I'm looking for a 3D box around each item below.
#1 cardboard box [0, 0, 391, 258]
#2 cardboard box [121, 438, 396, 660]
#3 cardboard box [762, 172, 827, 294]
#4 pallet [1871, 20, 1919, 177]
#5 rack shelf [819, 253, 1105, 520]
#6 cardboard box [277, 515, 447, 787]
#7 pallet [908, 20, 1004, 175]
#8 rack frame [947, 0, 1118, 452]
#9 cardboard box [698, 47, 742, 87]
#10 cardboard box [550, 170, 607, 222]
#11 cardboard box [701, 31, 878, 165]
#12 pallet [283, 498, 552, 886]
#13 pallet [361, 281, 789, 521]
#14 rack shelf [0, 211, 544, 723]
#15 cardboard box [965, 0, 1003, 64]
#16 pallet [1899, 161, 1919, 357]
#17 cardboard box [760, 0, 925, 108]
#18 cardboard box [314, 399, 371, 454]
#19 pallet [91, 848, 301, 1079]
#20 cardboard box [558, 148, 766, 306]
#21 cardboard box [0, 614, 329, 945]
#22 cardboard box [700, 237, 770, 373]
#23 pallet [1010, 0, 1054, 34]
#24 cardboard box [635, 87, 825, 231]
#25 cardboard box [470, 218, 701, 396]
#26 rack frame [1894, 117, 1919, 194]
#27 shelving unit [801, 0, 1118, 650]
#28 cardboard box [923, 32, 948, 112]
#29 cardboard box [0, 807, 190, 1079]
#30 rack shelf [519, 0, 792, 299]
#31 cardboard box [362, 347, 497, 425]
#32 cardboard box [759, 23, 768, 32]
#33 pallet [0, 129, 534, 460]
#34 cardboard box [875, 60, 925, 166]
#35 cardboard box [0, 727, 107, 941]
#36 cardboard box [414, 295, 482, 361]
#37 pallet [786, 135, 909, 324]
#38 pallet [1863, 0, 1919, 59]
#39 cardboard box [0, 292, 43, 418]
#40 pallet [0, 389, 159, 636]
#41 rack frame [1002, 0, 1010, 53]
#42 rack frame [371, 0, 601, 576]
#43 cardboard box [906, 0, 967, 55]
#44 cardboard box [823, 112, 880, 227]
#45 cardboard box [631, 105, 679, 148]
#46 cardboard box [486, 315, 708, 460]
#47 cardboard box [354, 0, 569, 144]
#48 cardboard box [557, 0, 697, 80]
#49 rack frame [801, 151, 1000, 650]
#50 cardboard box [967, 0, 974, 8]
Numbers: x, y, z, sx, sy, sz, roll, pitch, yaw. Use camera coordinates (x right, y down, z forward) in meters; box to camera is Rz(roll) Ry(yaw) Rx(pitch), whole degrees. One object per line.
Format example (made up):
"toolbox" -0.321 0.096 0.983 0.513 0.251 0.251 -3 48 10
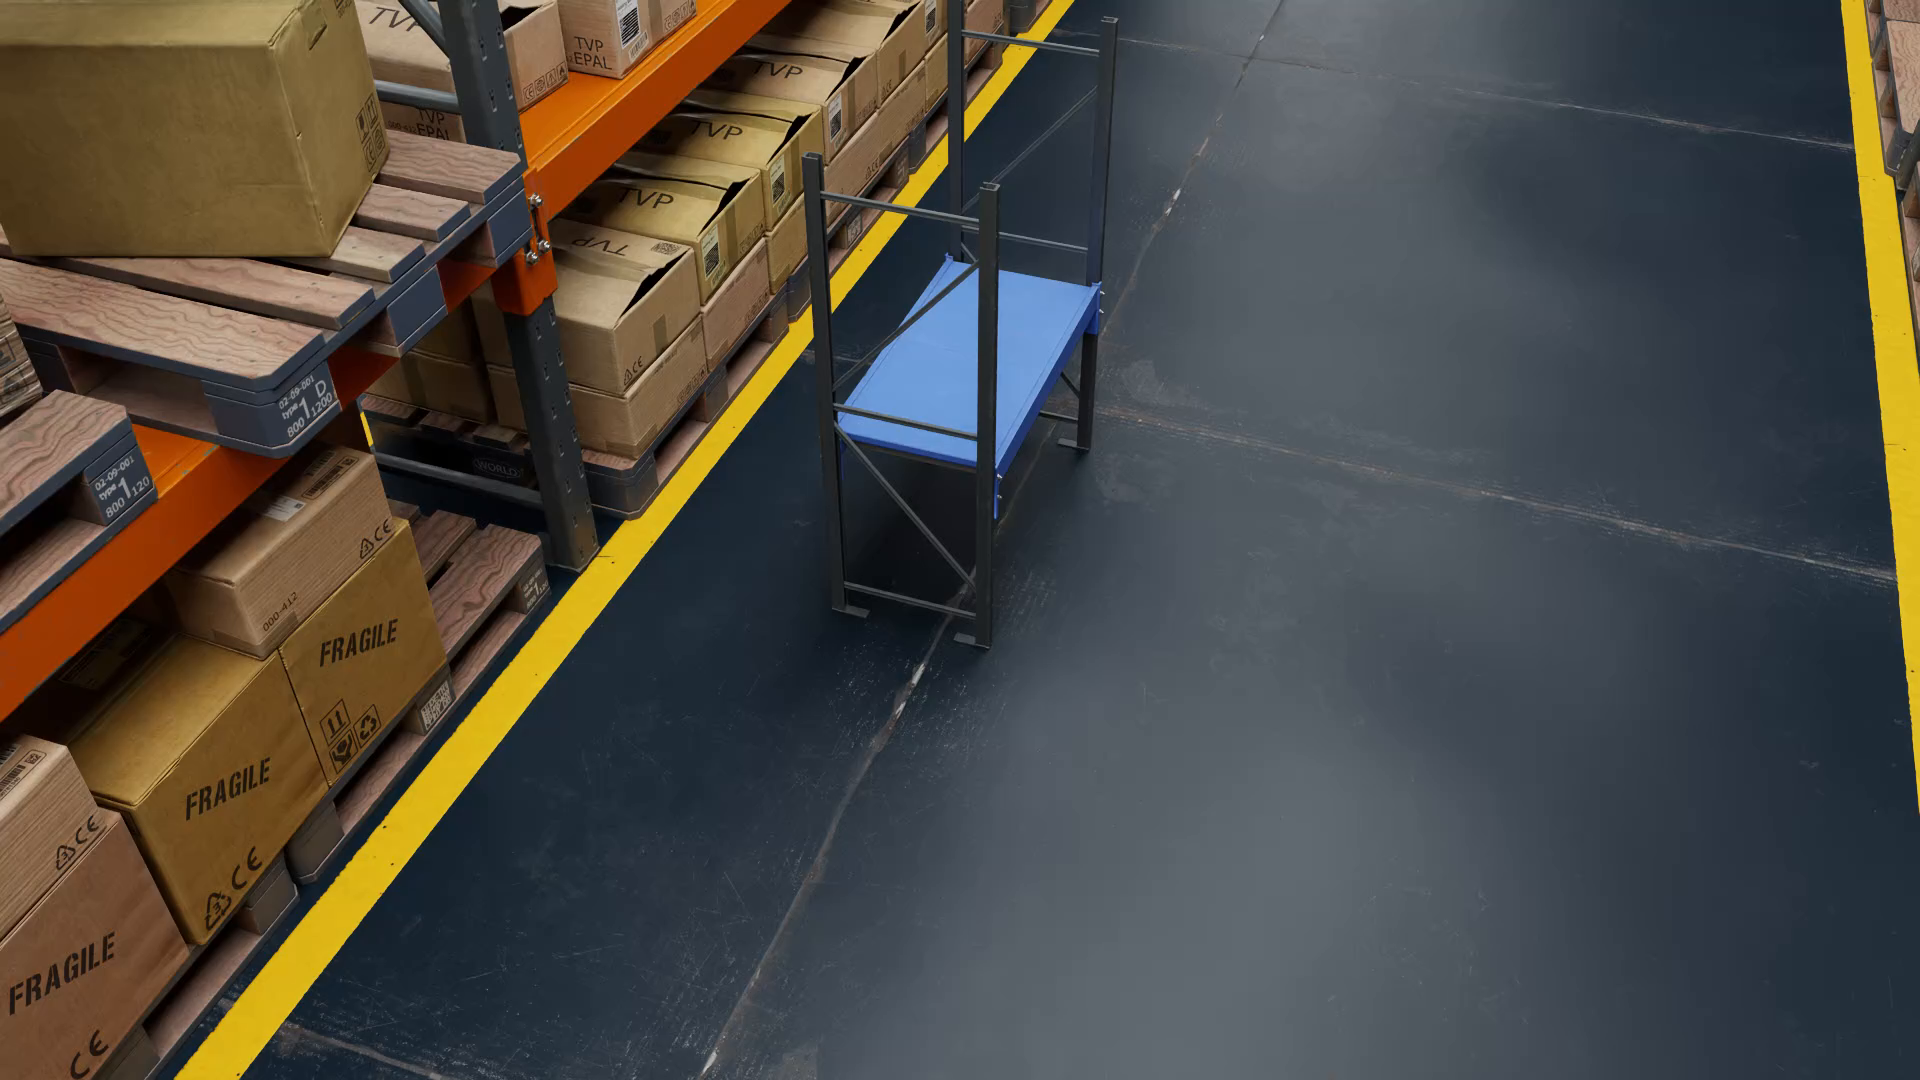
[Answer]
"cardboard box" -1.726 -0.970 3.675 0.700 0.500 0.500 0 40 0
"cardboard box" -1.732 -0.025 3.977 0.500 0.250 0.500 15 43 17
"cardboard box" -0.819 -1.174 6.110 0.500 0.250 0.500 12 42 14
"pallet" 4.604 -1.880 7.291 1.003 0.211 1.213 13 42 15
"rack shelf" 0.029 -0.486 4.941 0.538 0.185 1.000 13 42 15
"cardboard box" -1.716 0.225 4.262 0.500 0.500 0.500 15 43 17
"pallet" -0.464 -2.102 7.551 1.003 0.211 1.213 13 42 15
"rack frame" 0.203 -0.933 5.188 0.500 1.500 0.032 13 42 15
"cardboard box" -1.149 -1.813 6.427 0.500 0.311 0.500 14 43 16
"cardboard box" -1.498 -1.200 5.709 0.500 0.311 0.500 13 42 14
"cardboard box" -0.638 -1.709 6.305 0.500 0.311 0.500 13 42 15
"pallet" -1.908 0.327 4.704 1.003 0.211 1.213 13 42 15
"pallet" -1.299 -0.613 5.806 1.003 0.211 1.213 13 42 15
"rack shelf" -2.301 0.313 3.127 1.077 0.370 4.000 13 42 15
"cardboard box" -0.119 -2.417 7.567 0.500 0.250 0.500 13 42 15
"pallet" 4.142 -0.987 6.245 1.003 0.211 1.213 13 42 15
"cardboard box" -0.463 -2.014 6.663 0.500 0.311 0.500 13 42 15
"cardboard box" -2.041 -0.183 4.740 0.500 0.500 0.500 15 43 17
"pallet" -2.327 1.069 3.835 1.003 0.211 1.213 13 42 15
"cardboard box" -0.990 -1.084 5.573 0.500 0.311 0.500 12 42 14
"cardboard box" -1.894 0.541 3.892 0.500 0.500 0.500 12 42 14
"cardboard box" -0.991 -0.856 5.737 0.500 0.250 0.500 12 42 14
"pallet" 0.062 -3.036 8.645 1.003 0.211 1.213 13 42 15
"cardboard box" -0.814 -1.395 5.937 0.500 0.311 0.500 12 42 14
"cardboard box" -1.162 -0.762 5.195 0.500 0.311 0.500 15 43 17
"rack frame" 4.407 -2.523 5.897 1.000 3.000 0.127 13 42 15
"shelving unit" 0.029 -0.623 4.824 0.538 1.500 1.048 13 42 15
"cardboard box" -0.293 -2.109 7.206 0.500 0.250 0.500 13 42 14
"cardboard box" -2.067 0.862 3.515 0.500 0.500 0.500 12 42 13
"rack shelf" -0.933 -2.127 5.986 1.077 0.370 4.000 13 42 15
"cardboard box" -1.666 -0.670 5.519 0.500 0.250 0.500 14 42 16
"cardboard box" -0.977 -2.131 6.799 0.500 0.311 0.500 12 42 14
"pallet" -1.783 -0.679 3.882 1.213 0.211 1.003 13 42 15
"cardboard box" -0.468 -1.797 6.840 0.500 0.250 0.500 14 42 16
"cardboard box" -2.077 0.600 3.245 0.500 0.250 0.500 13 42 14
"cardboard box" -1.669 -0.882 5.336 0.500 0.311 0.500 14 43 16
"pallet" -0.880 -1.355 6.676 1.003 0.211 1.213 13 42 15
"pallet" 5.019 -2.627 8.166 1.003 0.211 1.213 13 42 15
"cardboard box" -2.219 -0.454 3.071 0.700 0.500 0.500 21 45 23
"pallet" -2.278 0.079 2.994 1.003 0.211 1.213 13 42 15
"rack frame" -0.249 -3.621 7.183 1.000 3.000 0.127 13 42 15
"rack frame" -1.617 -1.181 4.323 1.000 3.000 0.127 13 42 15
"cardboard box" -0.290 -2.318 7.019 0.500 0.311 0.500 14 43 16
"cardboard box" -0.643 -1.487 6.476 0.500 0.250 0.500 14 42 16
"cardboard box" -1.322 -1.508 6.069 0.500 0.311 0.500 13 42 15
"cardboard box" -1.162 -0.549 5.377 0.500 0.250 0.500 13 42 15
"cardboard box" -1.452 -1.359 4.601 0.500 0.311 0.500 16 43 18
"cardboard box" -1.129 -1.649 4.941 0.500 0.311 0.500 13 42 15
"rack frame" -0.145 -0.313 4.461 0.500 1.500 0.032 13 42 15
"cardboard box" -0.118 -2.637 7.393 0.500 0.311 0.500 13 42 15
